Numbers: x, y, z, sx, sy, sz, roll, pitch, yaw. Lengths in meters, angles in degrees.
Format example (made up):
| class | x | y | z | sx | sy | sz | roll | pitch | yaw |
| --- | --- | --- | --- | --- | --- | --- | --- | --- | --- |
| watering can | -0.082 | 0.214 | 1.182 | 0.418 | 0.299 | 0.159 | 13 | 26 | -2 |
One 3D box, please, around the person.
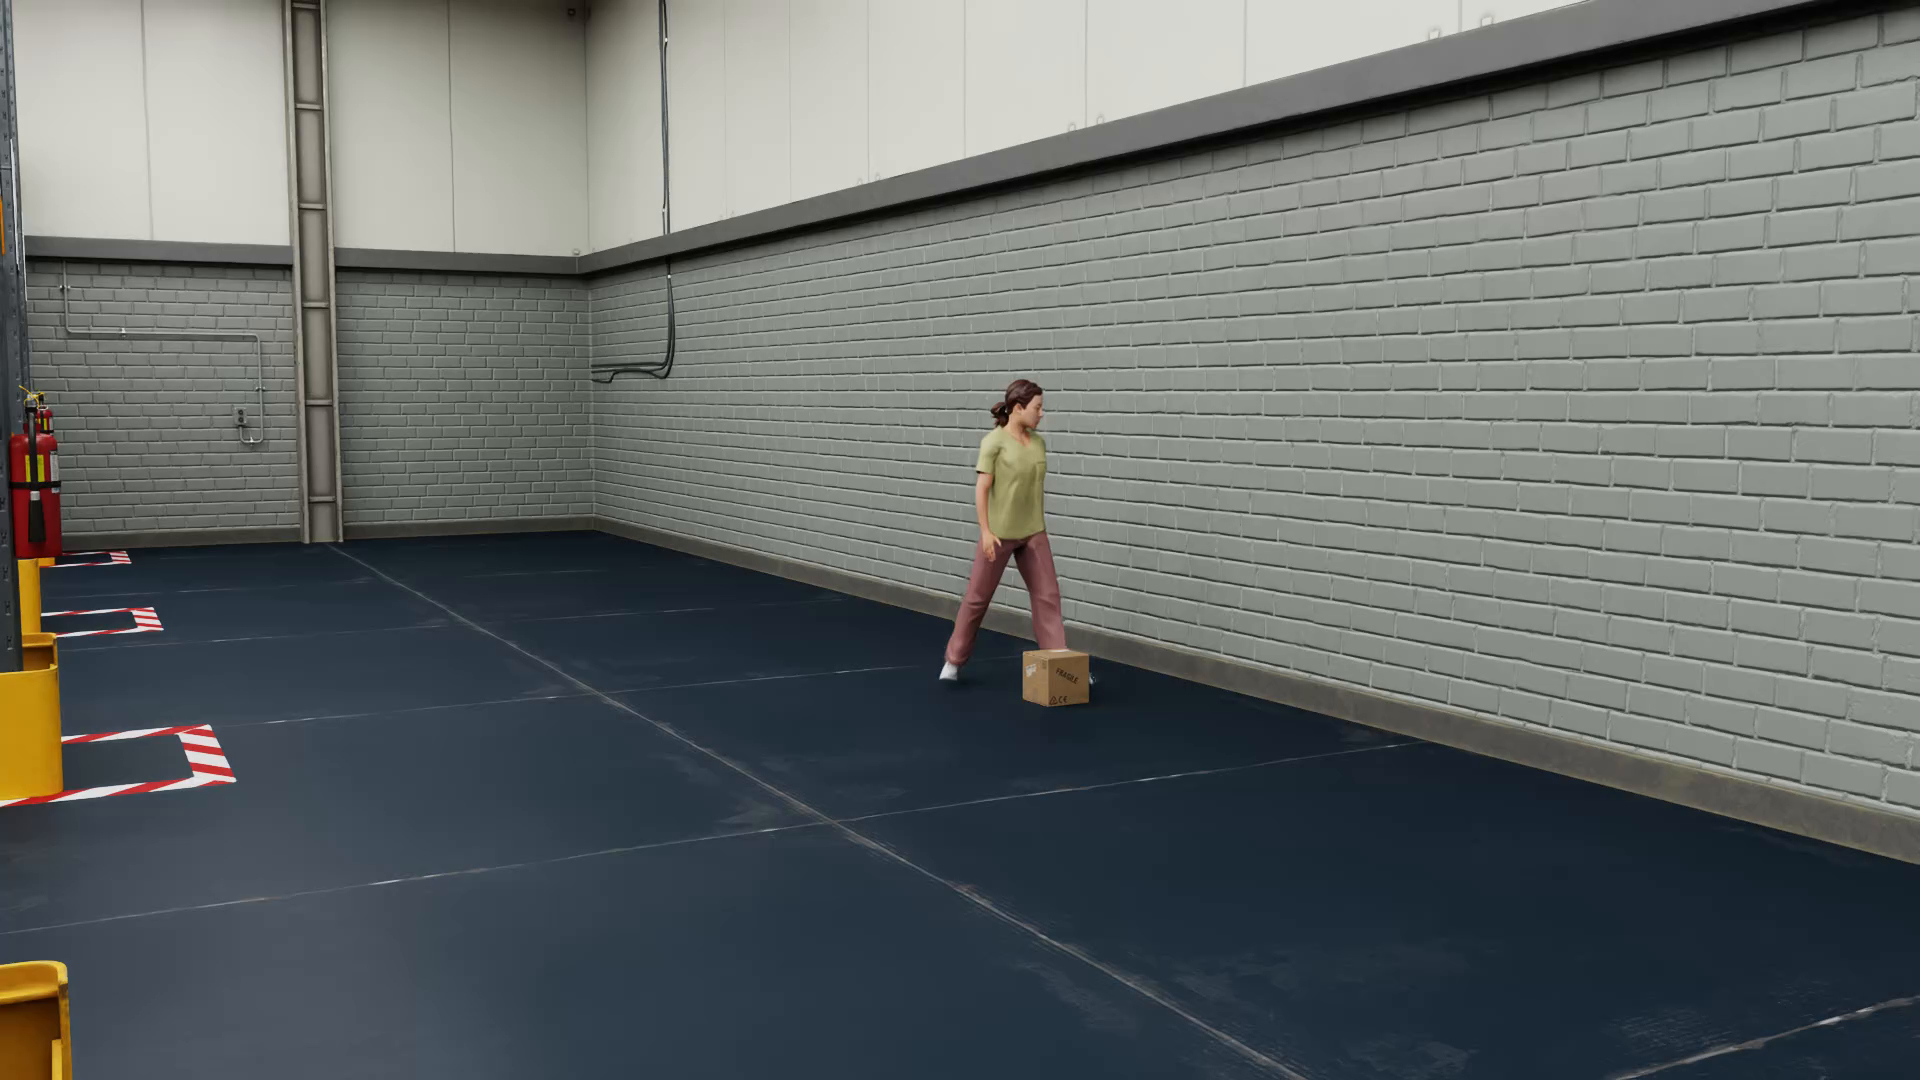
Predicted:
| class | x | y | z | sx | sy | sz | roll | pitch | yaw |
| --- | --- | --- | --- | --- | --- | --- | --- | --- | --- |
| person | 0.254 | -0.026 | 8.856 | 0.583 | 1.655 | 0.831 | -3 | 6 | -30 |
